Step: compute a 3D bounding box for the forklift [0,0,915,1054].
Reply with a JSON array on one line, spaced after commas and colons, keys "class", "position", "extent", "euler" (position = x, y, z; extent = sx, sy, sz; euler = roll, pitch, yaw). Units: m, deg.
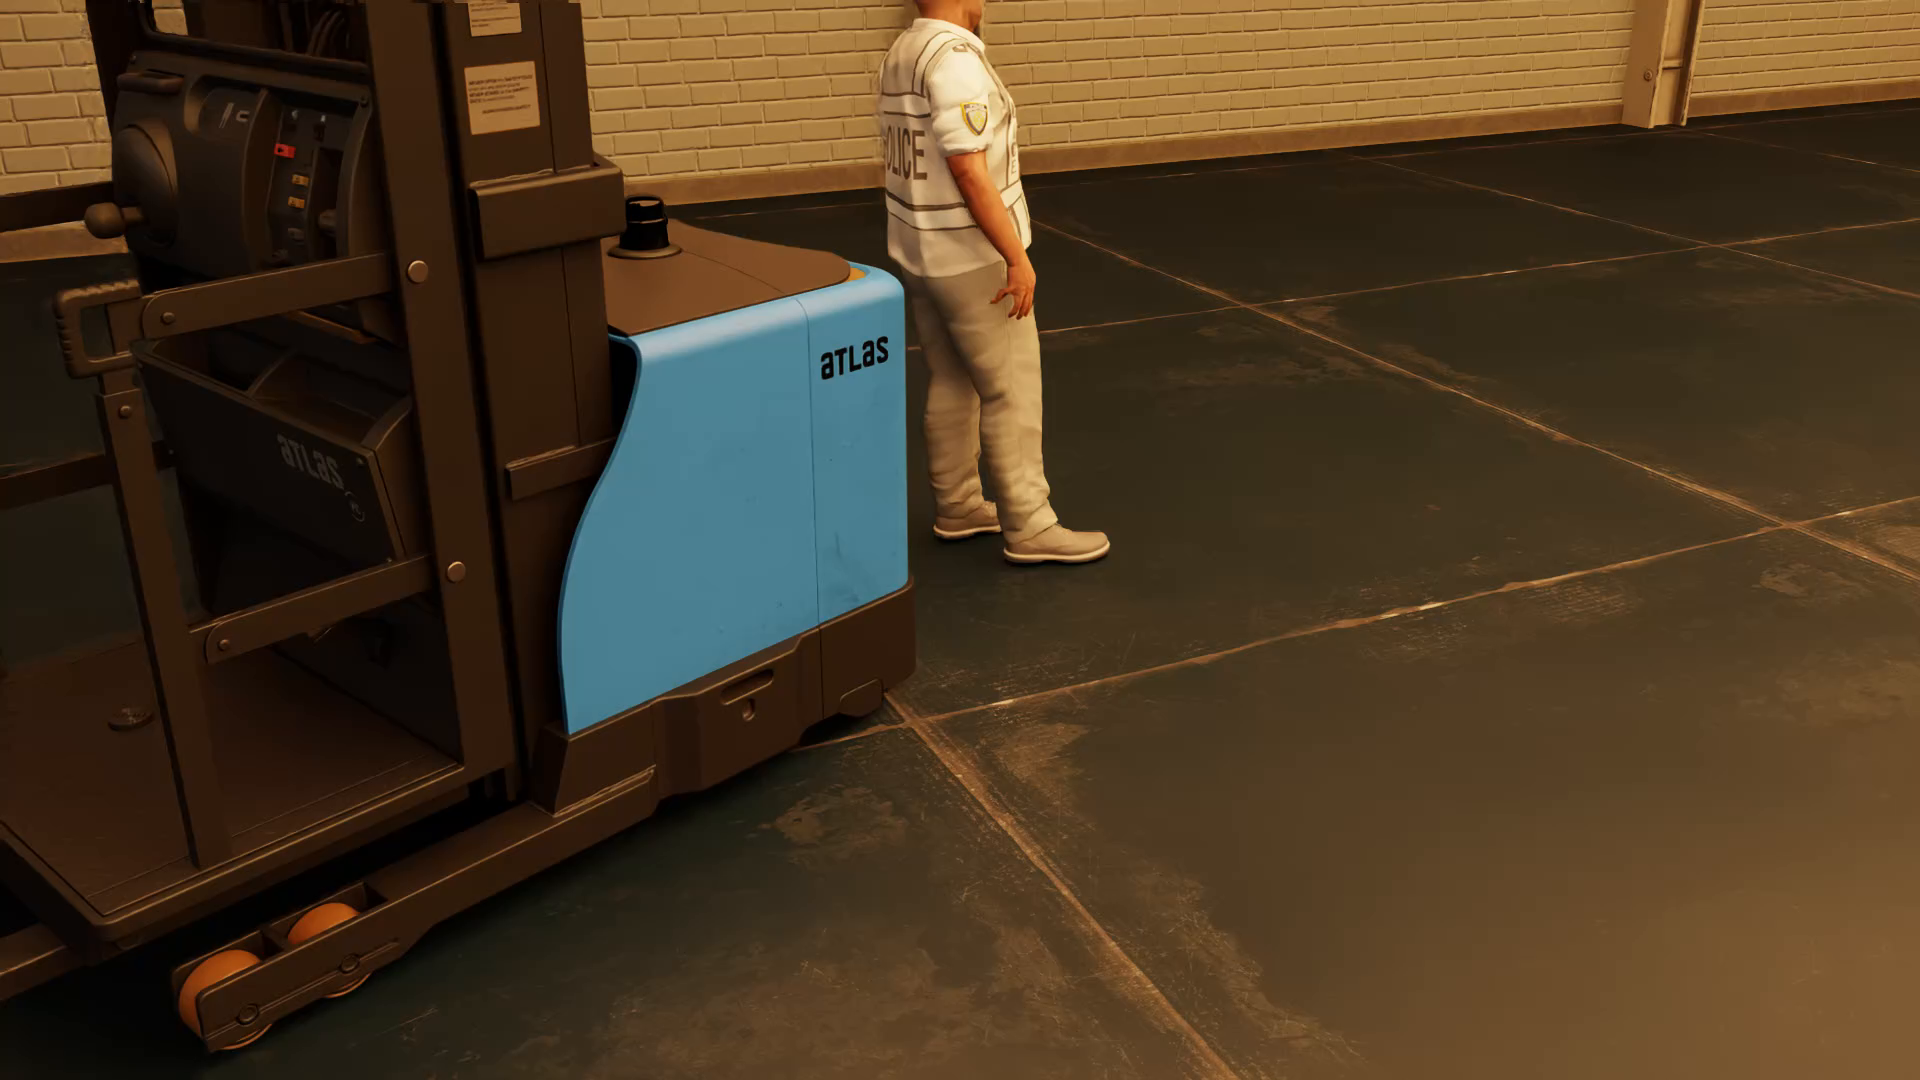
[{"class": "forklift", "position": [-1.471, -0.675, 2.910], "extent": [1.130, 2.935, 3.031], "euler": [19, 29, 38]}]

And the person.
[{"class": "person", "position": [0.081, -0.832, 4.788], "extent": [0.569, 1.772, 0.638], "euler": [-10, 25, -23]}]
